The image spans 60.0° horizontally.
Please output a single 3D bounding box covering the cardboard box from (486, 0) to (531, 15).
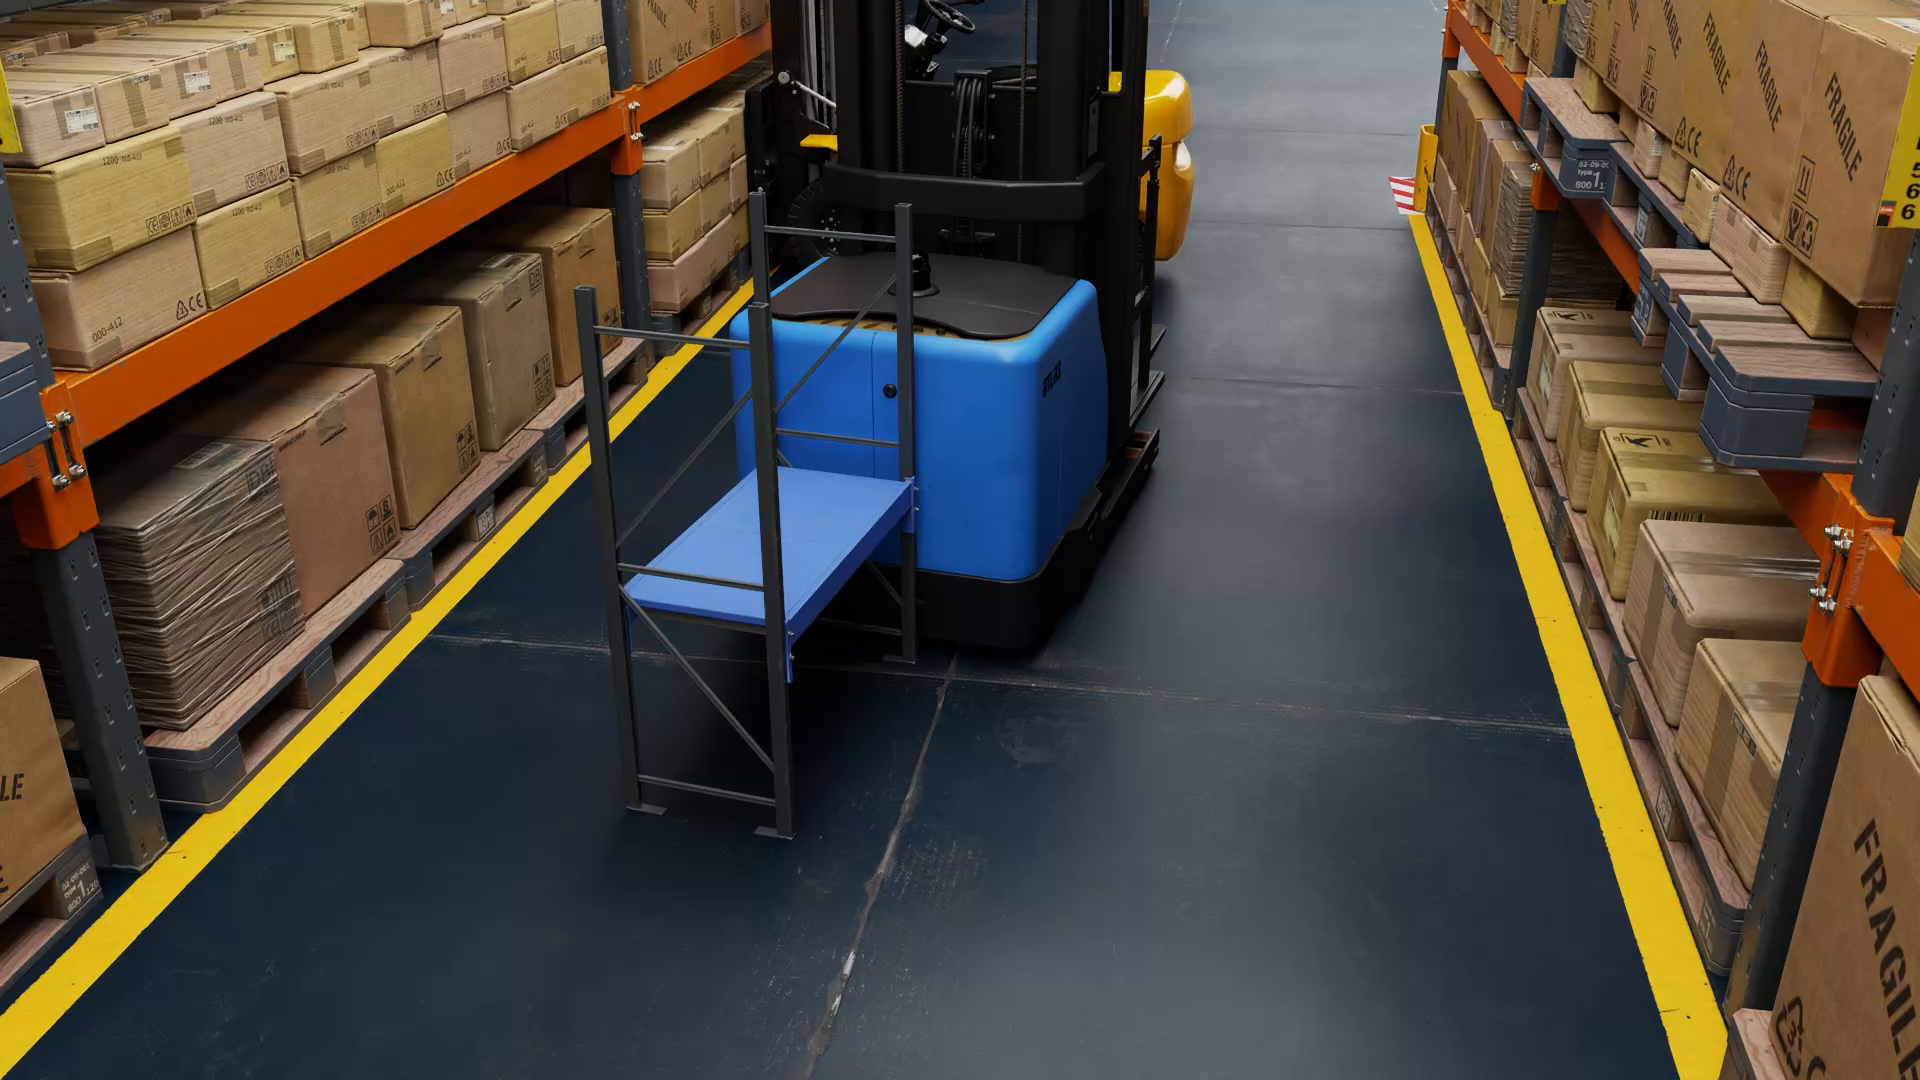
[{"bbox_3d":[-1.843,-2.066,6.243,0.380,0.149,0.250,3,25,7],"label":"cardboard box"}]

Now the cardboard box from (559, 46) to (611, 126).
[{"bbox_3d":[-1.802,-1.916,6.981,0.500,0.250,0.500,5,25,10],"label":"cardboard box"}]

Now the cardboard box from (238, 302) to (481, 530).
[{"bbox_3d":[-2.307,-0.470,6.021,0.875,0.625,0.625,3,25,6],"label":"cardboard box"}]

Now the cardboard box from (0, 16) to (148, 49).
[{"bbox_3d":[-2.652,-1.461,4.951,0.380,0.149,0.250,4,25,8],"label":"cardboard box"}]

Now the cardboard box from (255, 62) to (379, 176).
[{"bbox_3d":[-2.131,-1.294,5.063,0.500,0.250,0.500,3,25,7],"label":"cardboard box"}]

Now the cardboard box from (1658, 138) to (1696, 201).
[{"bbox_3d":[2.263,-1.081,4.821,0.380,0.149,0.250,3,25,7],"label":"cardboard box"}]

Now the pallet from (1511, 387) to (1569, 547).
[{"bbox_3d":[2.794,-0.282,6.602,1.003,0.211,1.213,4,25,9],"label":"pallet"}]

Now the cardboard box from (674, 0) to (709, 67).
[{"bbox_3d":[-1.579,-2.644,8.243,0.500,0.500,0.500,4,25,9],"label":"cardboard box"}]

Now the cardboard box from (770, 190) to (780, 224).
[{"bbox_3d":[-1.333,-1.977,9.684,0.500,0.250,0.500,5,26,10],"label":"cardboard box"}]

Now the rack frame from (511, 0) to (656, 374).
[{"bbox_3d":[-1.977,-2.213,7.439,1.000,3.000,0.127,4,25,9],"label":"rack frame"}]

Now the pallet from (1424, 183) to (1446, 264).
[{"bbox_3d":[3.394,-1.911,10.084,1.003,0.211,1.213,4,25,9],"label":"pallet"}]

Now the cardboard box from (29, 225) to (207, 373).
[{"bbox_3d":[-2.317,-0.640,4.257,0.500,0.250,0.500,4,25,9],"label":"cardboard box"}]

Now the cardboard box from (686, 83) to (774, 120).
[{"bbox_3d":[-1.332,-2.432,9.476,0.500,0.250,0.500,4,25,7],"label":"cardboard box"}]

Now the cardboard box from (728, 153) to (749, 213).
[{"bbox_3d":[-1.420,-1.985,9.111,0.500,0.250,0.500,4,25,8],"label":"cardboard box"}]

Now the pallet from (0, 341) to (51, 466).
[{"bbox_3d":[-2.673,-0.164,3.289,1.213,0.211,1.003,4,25,9],"label":"pallet"}]

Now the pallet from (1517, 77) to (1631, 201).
[{"bbox_3d":[2.652,-1.474,6.086,1.003,0.211,1.213,4,25,9],"label":"pallet"}]

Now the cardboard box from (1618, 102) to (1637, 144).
[{"bbox_3d":[2.414,-1.405,5.514,0.380,0.149,0.250,4,25,9],"label":"cardboard box"}]

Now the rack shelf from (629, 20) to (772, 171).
[{"bbox_3d":[-1.651,-2.723,9.378,1.077,0.370,4.000,4,25,9],"label":"rack shelf"}]

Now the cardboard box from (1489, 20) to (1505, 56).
[{"bbox_3d":[2.912,-2.552,8.460,0.380,0.149,0.250,4,25,9],"label":"cardboard box"}]

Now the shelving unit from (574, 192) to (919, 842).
[{"bbox_3d":[-0.534,-0.106,4.706,0.538,1.500,1.048,8,26,16],"label":"shelving unit"}]

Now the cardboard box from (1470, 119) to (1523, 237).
[{"bbox_3d":[2.916,-1.847,8.521,0.500,0.500,0.500,5,26,11],"label":"cardboard box"}]

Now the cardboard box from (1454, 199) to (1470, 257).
[{"bbox_3d":[3.002,-1.728,9.151,0.500,0.250,0.500,6,26,12],"label":"cardboard box"}]

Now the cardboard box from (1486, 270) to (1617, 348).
[{"bbox_3d":[2.752,-1.081,7.769,0.500,0.250,0.500,5,26,11],"label":"cardboard box"}]

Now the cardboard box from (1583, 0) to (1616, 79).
[{"bbox_3d":[2.479,-1.855,5.710,0.500,0.500,0.500,4,25,9],"label":"cardboard box"}]

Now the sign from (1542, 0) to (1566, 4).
[{"bbox_3d":[2.384,-2.297,6.597,0.100,0.325,0.005,4,25,9],"label":"sign"}]

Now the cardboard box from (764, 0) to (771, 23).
[{"bbox_3d":[-1.322,-3.276,9.593,0.500,0.500,0.500,4,25,8],"label":"cardboard box"}]

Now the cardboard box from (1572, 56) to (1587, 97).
[{"bbox_3d":[2.518,-1.737,6.224,0.380,0.149,0.250,4,25,9],"label":"cardboard box"}]

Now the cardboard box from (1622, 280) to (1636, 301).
[{"bbox_3d":[3.283,-1.383,7.529,0.500,0.500,0.500,5,26,11],"label":"cardboard box"}]

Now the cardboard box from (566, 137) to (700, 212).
[{"bbox_3d":[-1.589,-1.791,8.106,0.500,0.250,0.500,4,25,8],"label":"cardboard box"}]

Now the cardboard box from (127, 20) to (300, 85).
[{"bbox_3d":[-2.188,-1.430,4.883,0.380,0.149,0.250,4,25,9],"label":"cardboard box"}]

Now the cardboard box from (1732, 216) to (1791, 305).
[{"bbox_3d":[2.057,-0.653,3.907,0.380,0.149,0.250,4,25,8],"label":"cardboard box"}]

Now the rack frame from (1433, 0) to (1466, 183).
[{"bbox_3d":[3.574,-3.543,10.281,1.000,3.000,0.127,4,25,9],"label":"rack frame"}]

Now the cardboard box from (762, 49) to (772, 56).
[{"bbox_3d":[-1.091,-3.069,10.837,0.500,0.250,0.500,5,26,10],"label":"cardboard box"}]

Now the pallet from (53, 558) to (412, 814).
[{"bbox_3d":[-2.458,0.382,5.185,1.003,0.211,1.213,4,25,9],"label":"pallet"}]

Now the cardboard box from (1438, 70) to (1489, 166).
[{"bbox_3d":[3.166,-2.499,9.915,0.500,0.500,0.500,3,25,7],"label":"cardboard box"}]

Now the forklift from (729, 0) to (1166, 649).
[{"bbox_3d":[0.191,-1.579,6.166,1.130,2.935,3.031,8,26,16],"label":"forklift"}]

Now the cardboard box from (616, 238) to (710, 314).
[{"bbox_3d":[-1.572,-1.337,8.316,0.500,0.250,0.500,4,25,9],"label":"cardboard box"}]

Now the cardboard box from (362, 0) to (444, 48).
[{"bbox_3d":[-1.961,-1.741,5.547,0.380,0.149,0.250,3,25,7],"label":"cardboard box"}]

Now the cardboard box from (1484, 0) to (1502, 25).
[{"bbox_3d":[2.984,-2.901,8.440,0.500,0.500,0.500,4,25,7],"label":"cardboard box"}]

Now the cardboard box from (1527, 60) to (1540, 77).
[{"bbox_3d":[2.706,-2.017,7.317,0.380,0.149,0.250,5,25,10],"label":"cardboard box"}]

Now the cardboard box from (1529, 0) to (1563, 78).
[{"bbox_3d":[2.747,-2.253,7.057,0.500,0.500,0.500,3,25,7],"label":"cardboard box"}]

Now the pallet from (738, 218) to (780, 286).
[{"bbox_3d":[-1.609,-1.791,9.827,1.003,0.211,1.213,4,25,9],"label":"pallet"}]

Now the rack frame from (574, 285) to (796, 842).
[{"bbox_3d":[-0.689,0.100,4.268,0.500,1.500,0.032,8,26,16],"label":"rack frame"}]

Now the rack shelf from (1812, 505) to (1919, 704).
[{"bbox_3d":[1.940,0.965,1.499,1.077,0.370,4.000,4,25,9],"label":"rack shelf"}]

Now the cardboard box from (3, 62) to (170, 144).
[{"bbox_3d":[-2.246,-1.103,4.186,0.380,0.149,0.250,5,25,10],"label":"cardboard box"}]

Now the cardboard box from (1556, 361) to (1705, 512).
[{"bbox_3d":[2.723,-0.350,6.063,0.950,0.372,0.625,6,26,12],"label":"cardboard box"}]

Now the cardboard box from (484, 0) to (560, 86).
[{"bbox_3d":[-1.882,-1.932,6.427,0.500,0.250,0.500,3,25,7],"label":"cardboard box"}]

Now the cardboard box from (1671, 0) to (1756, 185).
[{"bbox_3d":[2.221,-1.205,4.322,0.500,0.500,0.500,2,25,5],"label":"cardboard box"}]

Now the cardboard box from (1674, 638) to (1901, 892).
[{"bbox_3d":[2.369,0.567,4.104,0.950,0.372,0.625,2,25,5],"label":"cardboard box"}]

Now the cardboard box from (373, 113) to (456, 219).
[{"bbox_3d":[-2.067,-1.283,5.630,0.500,0.250,0.500,5,26,10],"label":"cardboard box"}]
